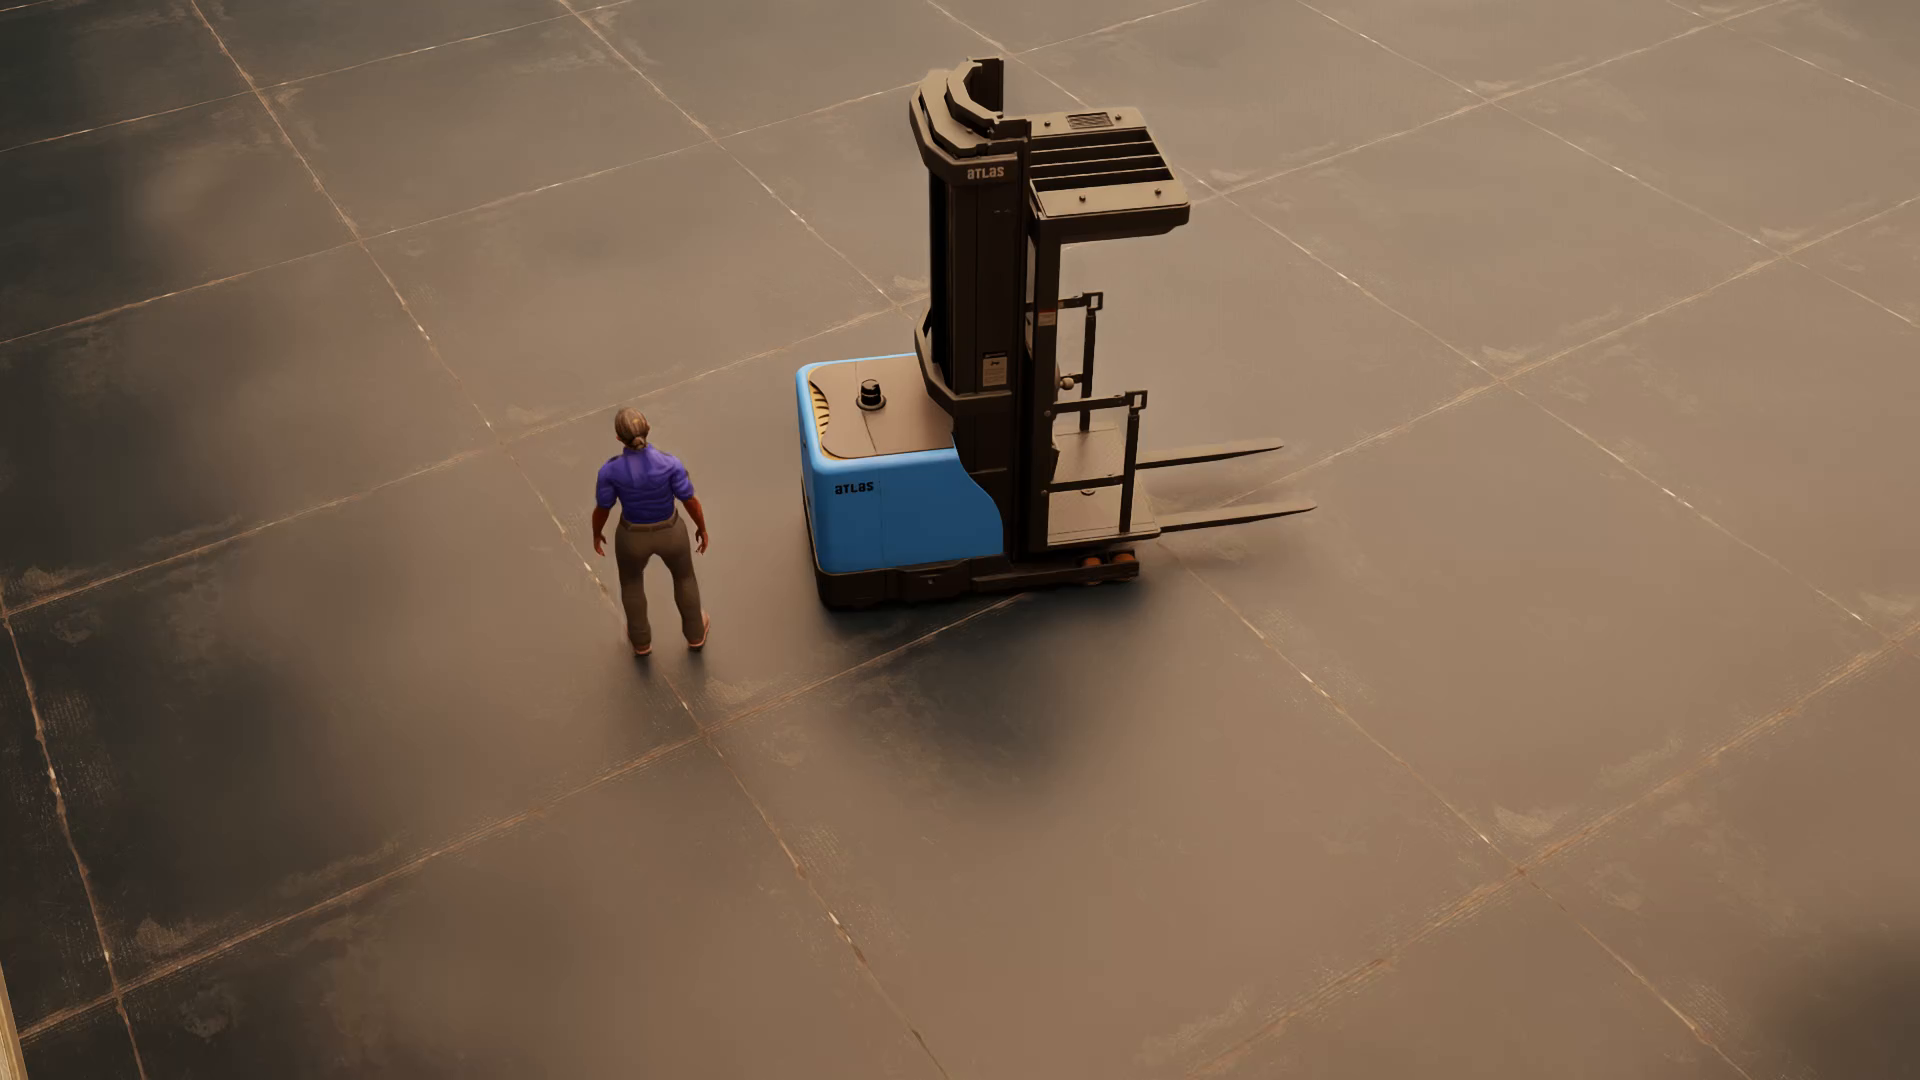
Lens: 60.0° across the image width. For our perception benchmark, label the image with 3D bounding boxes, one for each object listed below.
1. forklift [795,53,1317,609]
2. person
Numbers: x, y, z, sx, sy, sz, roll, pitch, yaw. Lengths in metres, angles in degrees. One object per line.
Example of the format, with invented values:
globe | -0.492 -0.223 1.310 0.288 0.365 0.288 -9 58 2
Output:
forklift | 0.600 -1.175 9.216 3.031 2.935 1.130 -7 42 -8
person | -1.659 -0.046 8.898 0.603 1.653 0.376 -8 42 -9
